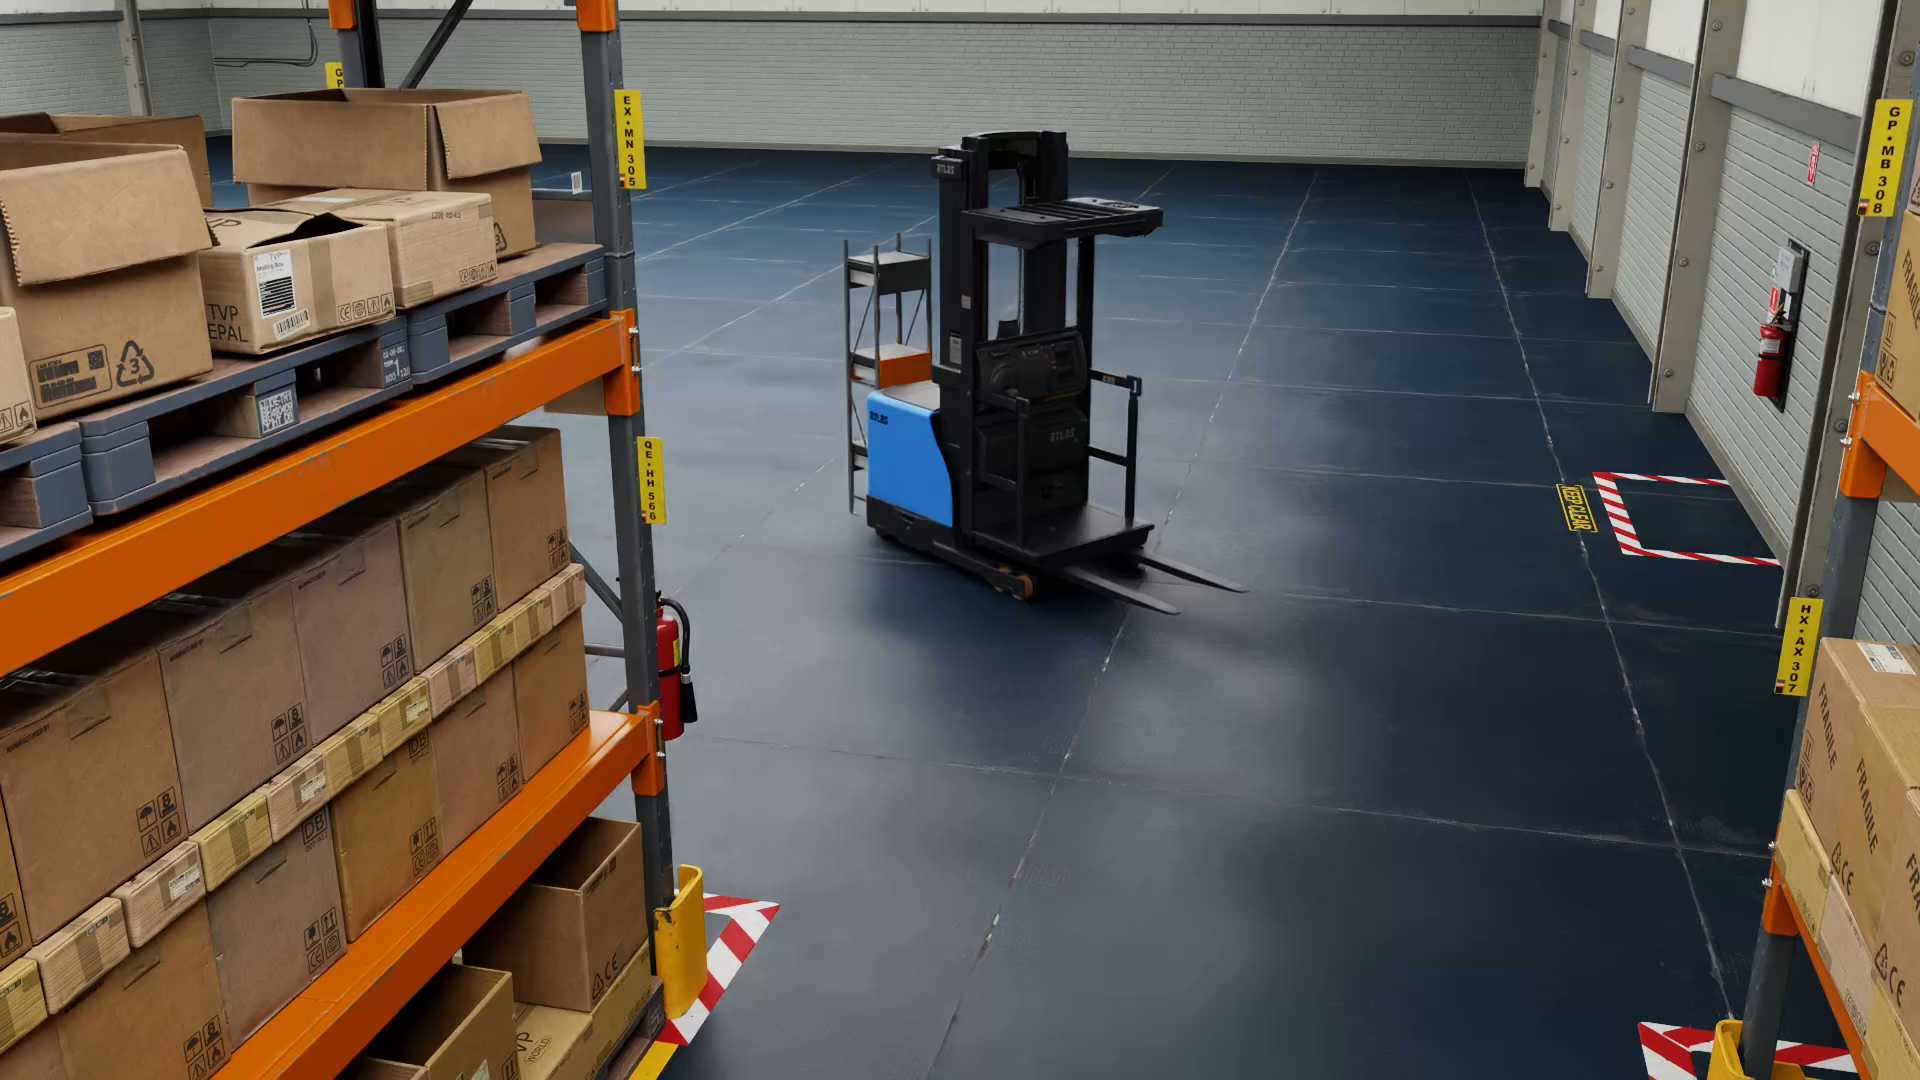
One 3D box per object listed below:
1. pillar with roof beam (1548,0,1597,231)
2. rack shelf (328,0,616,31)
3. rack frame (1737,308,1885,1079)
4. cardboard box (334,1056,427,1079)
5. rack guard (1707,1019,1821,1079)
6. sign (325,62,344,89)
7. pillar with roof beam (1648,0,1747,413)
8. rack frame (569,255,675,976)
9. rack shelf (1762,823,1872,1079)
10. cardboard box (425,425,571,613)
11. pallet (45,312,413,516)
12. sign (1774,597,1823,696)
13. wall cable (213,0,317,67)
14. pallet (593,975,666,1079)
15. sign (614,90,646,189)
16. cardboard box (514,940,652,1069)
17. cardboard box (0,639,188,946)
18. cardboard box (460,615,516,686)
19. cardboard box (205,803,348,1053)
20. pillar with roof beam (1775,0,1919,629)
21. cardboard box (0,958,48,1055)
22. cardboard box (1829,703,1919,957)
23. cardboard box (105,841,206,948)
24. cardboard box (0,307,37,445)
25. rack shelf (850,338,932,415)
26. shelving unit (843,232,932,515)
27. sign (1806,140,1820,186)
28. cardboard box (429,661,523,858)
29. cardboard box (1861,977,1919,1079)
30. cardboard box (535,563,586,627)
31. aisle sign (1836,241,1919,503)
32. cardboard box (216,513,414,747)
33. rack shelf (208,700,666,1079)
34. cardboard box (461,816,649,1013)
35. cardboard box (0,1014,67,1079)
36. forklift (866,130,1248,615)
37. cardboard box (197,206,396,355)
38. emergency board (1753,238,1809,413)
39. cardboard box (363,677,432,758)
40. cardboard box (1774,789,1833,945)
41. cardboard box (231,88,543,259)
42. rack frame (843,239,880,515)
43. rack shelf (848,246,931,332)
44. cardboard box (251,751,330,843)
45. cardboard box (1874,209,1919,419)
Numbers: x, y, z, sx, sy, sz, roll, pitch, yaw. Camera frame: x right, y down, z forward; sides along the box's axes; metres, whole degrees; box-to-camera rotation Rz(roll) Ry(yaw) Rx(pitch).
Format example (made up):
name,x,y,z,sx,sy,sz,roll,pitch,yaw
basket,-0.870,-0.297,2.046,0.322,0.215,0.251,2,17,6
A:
name,x,y,z,sx,sy,sz,roll,pitch,yaw
pillar with roof beam,5.521,-9.624,26.443,9.100,9.000,0.400,5,19,13
rack shelf,-2.130,-1.283,3.754,1.077,0.370,4.000,5,19,13
rack frame,3.164,0.789,5.237,1.000,3.000,0.127,5,19,13
cardboard box,-1.837,1.809,4.693,0.500,0.500,0.500,5,19,13
rack guard,3.145,1.996,5.571,1.175,0.500,0.348,5,19,13
sign,-2.178,-1.517,5.873,0.100,0.325,0.005,5,19,13
pillar with roof beam,2.589,-5.863,15.432,9.100,9.000,0.400,5,19,13
rack frame,-1.641,0.399,6.379,1.000,3.000,0.127,5,19,13
rack shelf,2.675,1.756,3.518,1.077,0.370,4.000,5,19,13
cardboard box,-1.780,-0.100,5.679,0.700,0.500,0.500,5,19,14
pallet,-2.135,-0.375,4.142,1.003,0.211,1.213,5,19,13
sign,2.637,0.337,5.222,0.100,0.325,0.005,5,19,13
wall cable,-17.382,-13.002,41.136,3.097,2.526,0.112,5,19,13
pallet,-1.787,1.962,6.118,1.003,0.211,1.213,5,19,13
sign,-1.118,-1.355,5.625,0.100,0.325,0.005,5,19,13
cardboard box,-1.485,1.693,6.195,0.500,0.250,0.500,5,19,13
cardboard box,-2.271,0.537,3.814,0.700,0.500,0.500,5,19,13
cardboard box,-1.675,0.342,5.388,0.380,0.149,0.250,4,19,13
cardboard box,-2.143,0.983,4.516,0.700,0.500,0.500,5,20,15
pillar with roof beam,1.123,-3.983,9.926,9.100,9.000,0.400,5,19,13
cardboard box,-2.179,0.988,3.497,0.380,0.149,0.250,4,19,13
cardboard box,2.625,0.776,4.317,0.500,0.500,0.500,5,19,14
cardboard box,-2.054,0.825,3.972,0.380,0.149,0.250,4,19,12
cardboard box,-2.108,-0.296,3.044,0.500,0.311,0.500,4,19,10
rack shelf,-0.531,-1.192,12.470,0.480,0.518,0.431,-15,24,-37
shelving unit,-0.531,-1.205,12.466,0.503,2.100,0.431,-15,24,-37
sign,6.037,-2.667,11.769,0.001,0.298,0.199,5,19,13
cardboard box,-1.891,0.662,5.454,0.700,0.500,0.500,5,20,15
cardboard box,2.493,1.302,3.937,0.500,0.250,0.500,4,19,13
cardboard box,-1.550,0.180,5.863,0.380,0.149,0.250,4,19,12
aisle sign,2.890,-0.487,4.952,0.394,0.787,0.004,5,19,13
cardboard box,-2.026,0.223,4.732,0.700,0.500,0.500,5,19,14
rack shelf,-2.130,1.366,4.660,1.077,0.370,4.000,5,19,13
cardboard box,-1.483,1.338,6.073,0.500,0.500,0.500,5,19,13
cardboard box,-2.393,1.300,3.586,0.700,0.500,0.500,4,19,13
forklift,0.623,-1.170,11.079,1.130,2.935,3.031,-15,24,-36
cardboard box,-1.802,-0.687,4.190,0.500,0.311,0.500,7,20,20
emergency board,5.938,-1.575,12.159,0.194,1.169,0.643,5,19,13
cardboard box,-1.802,0.503,4.916,0.380,0.149,0.250,5,20,15
cardboard box,2.736,0.978,4.883,0.500,0.250,0.500,4,19,12
cardboard box,-1.785,-1.154,5.260,0.797,0.503,0.637,6,20,17
rack frame,-0.719,-1.154,12.319,0.015,2.100,0.400,-15,24,-37
rack shelf,-0.531,-1.854,12.244,0.480,0.518,0.431,-15,24,-37
cardboard box,-1.926,0.666,4.439,0.380,0.149,0.250,4,19,13
cardboard box,2.839,-0.602,4.483,0.500,0.500,0.500,5,20,15
